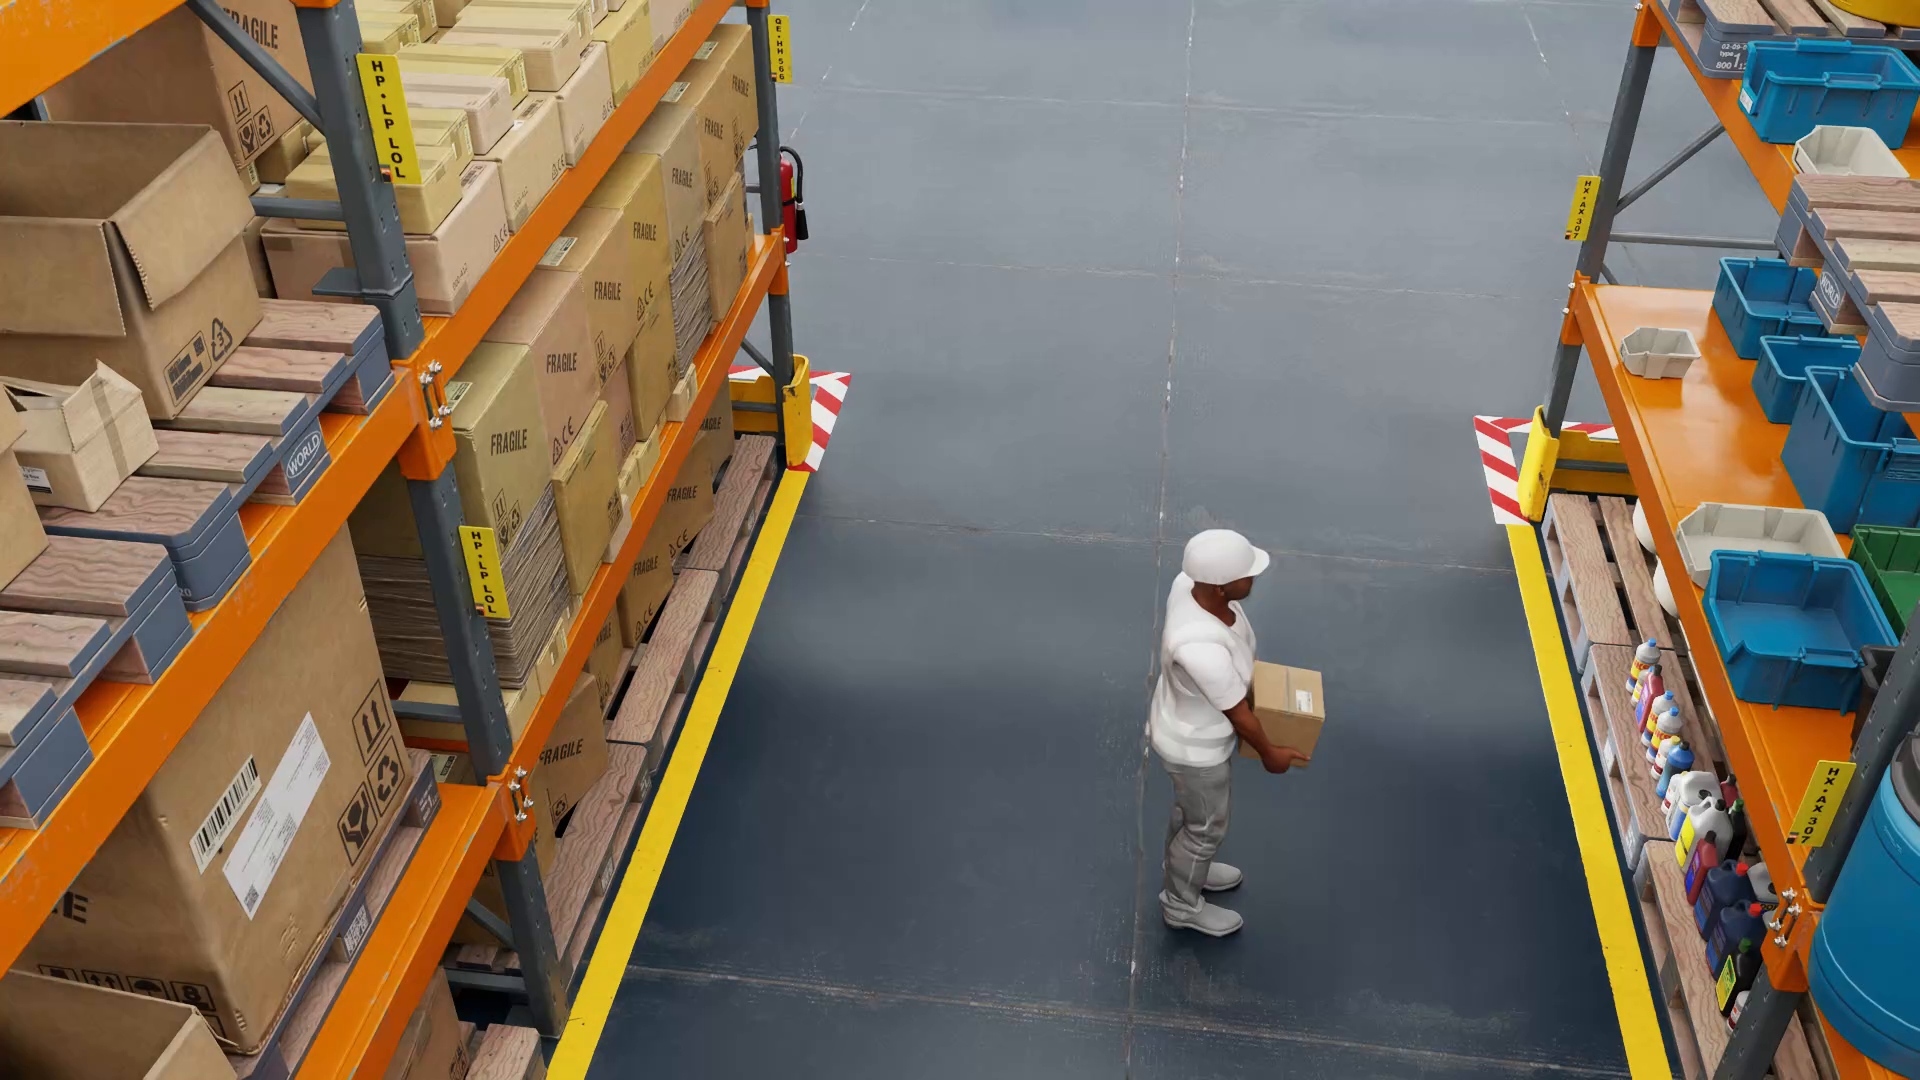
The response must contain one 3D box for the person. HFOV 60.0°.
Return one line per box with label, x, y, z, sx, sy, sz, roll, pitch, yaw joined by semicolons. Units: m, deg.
person;0.975;0.700;6.055;0.569;1.763;0.505;4;36;5
